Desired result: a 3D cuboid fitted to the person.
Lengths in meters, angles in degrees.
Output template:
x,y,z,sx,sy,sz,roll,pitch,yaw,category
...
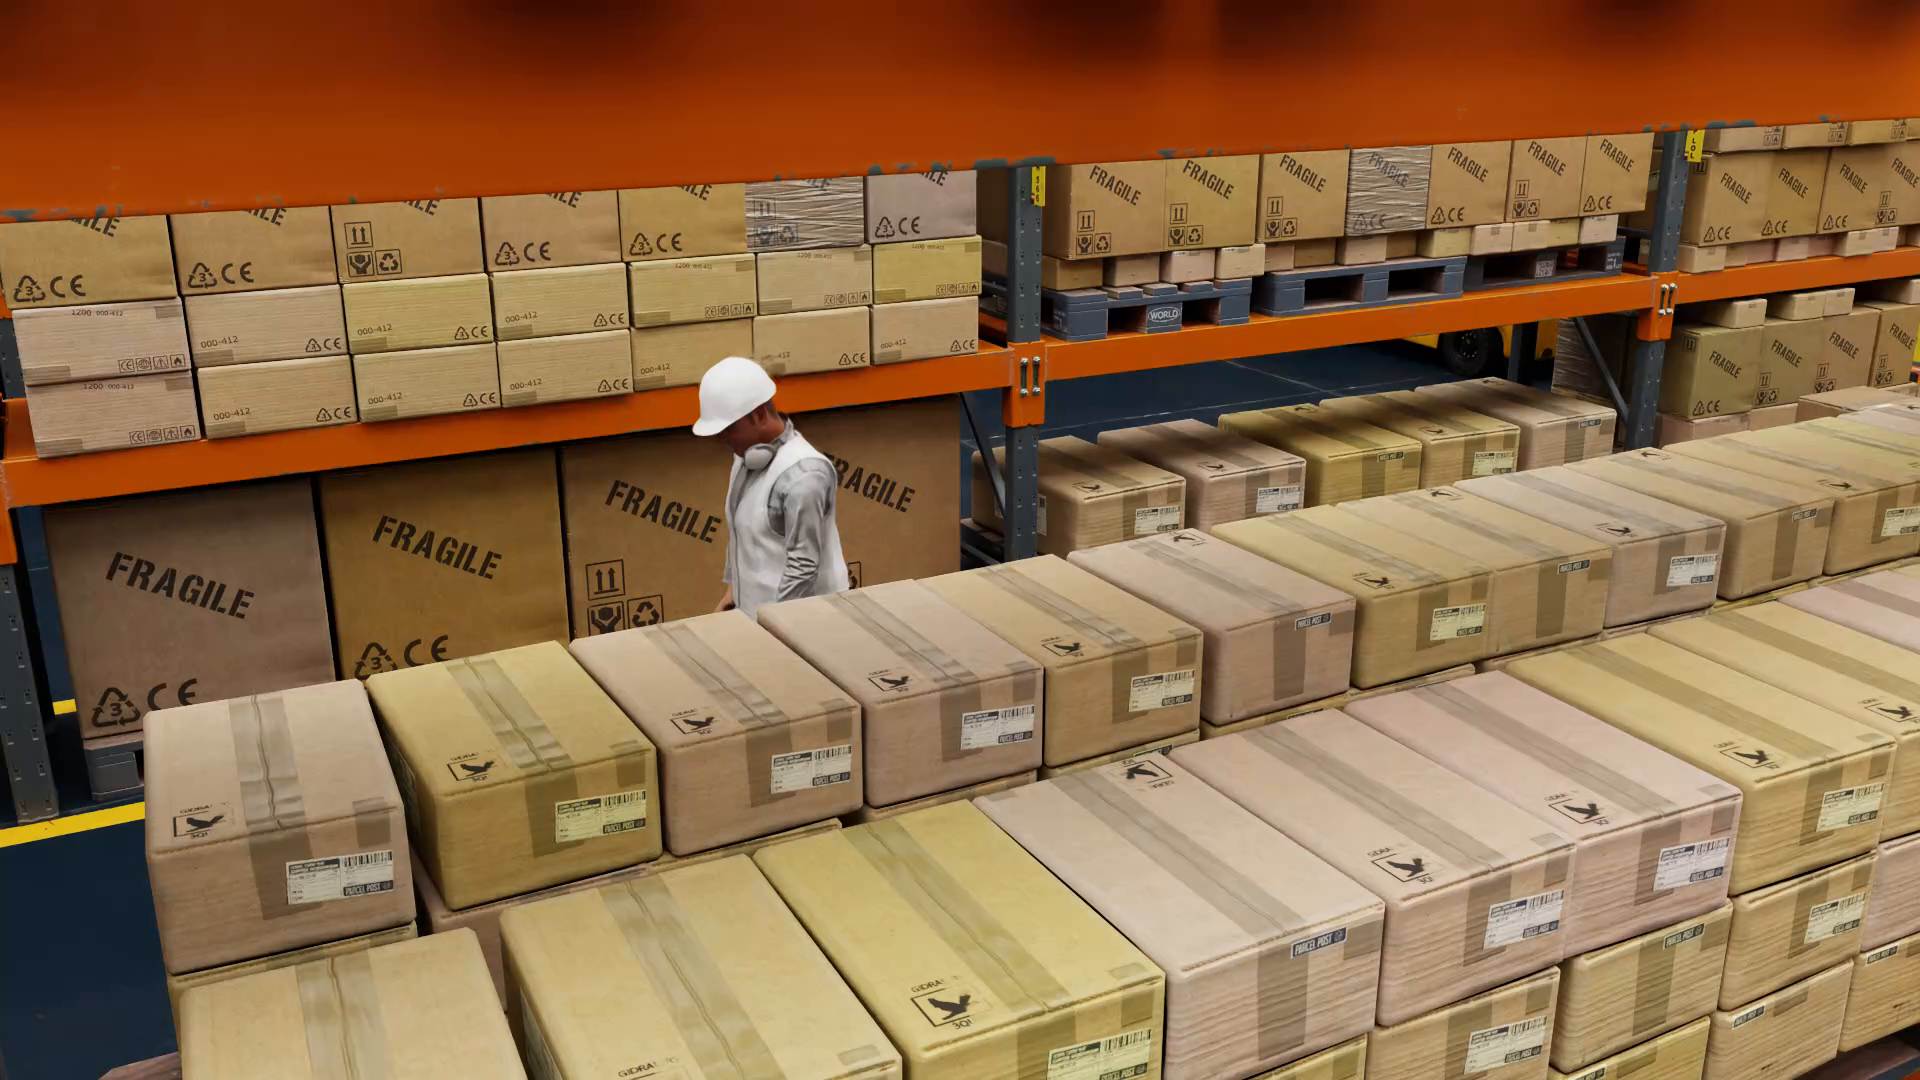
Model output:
x,y,z,sx,sy,sz,roll,pitch,yaw,category
-0.599,0.247,5.374,0.476,1.719,0.560,-9,20,-25,person
